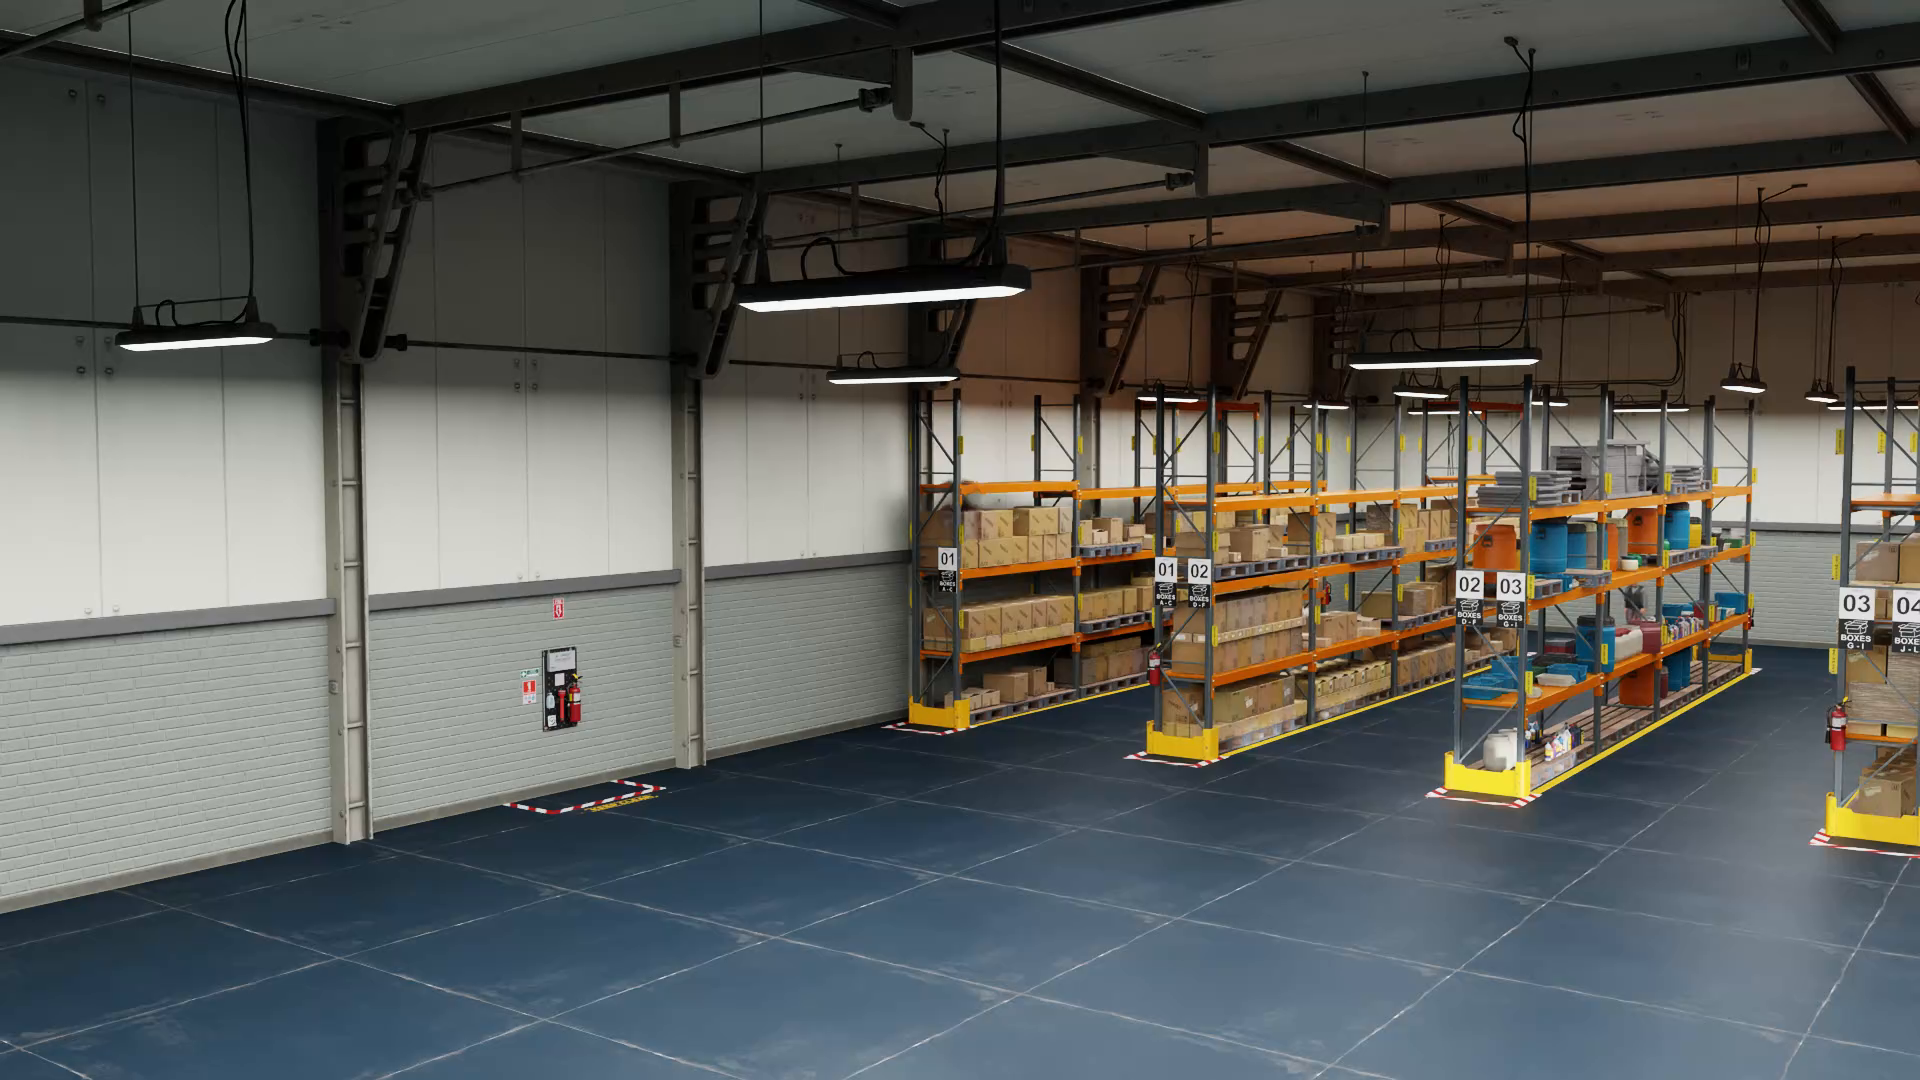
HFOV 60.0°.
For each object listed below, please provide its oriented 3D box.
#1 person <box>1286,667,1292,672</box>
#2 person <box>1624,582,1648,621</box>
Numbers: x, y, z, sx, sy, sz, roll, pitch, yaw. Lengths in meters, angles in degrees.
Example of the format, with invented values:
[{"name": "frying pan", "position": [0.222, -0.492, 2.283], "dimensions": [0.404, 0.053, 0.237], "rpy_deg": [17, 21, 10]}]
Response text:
[{"name": "person", "position": [7.197, 2.096, 36.463], "dimensions": [0.504, 1.631, 0.665], "rpy_deg": [2, 4, 33]}, {"name": "person", "position": [17.037, 1.767, 41.921], "dimensions": [0.545, 1.732, 0.506], "rpy_deg": [1, 3, 19]}]
